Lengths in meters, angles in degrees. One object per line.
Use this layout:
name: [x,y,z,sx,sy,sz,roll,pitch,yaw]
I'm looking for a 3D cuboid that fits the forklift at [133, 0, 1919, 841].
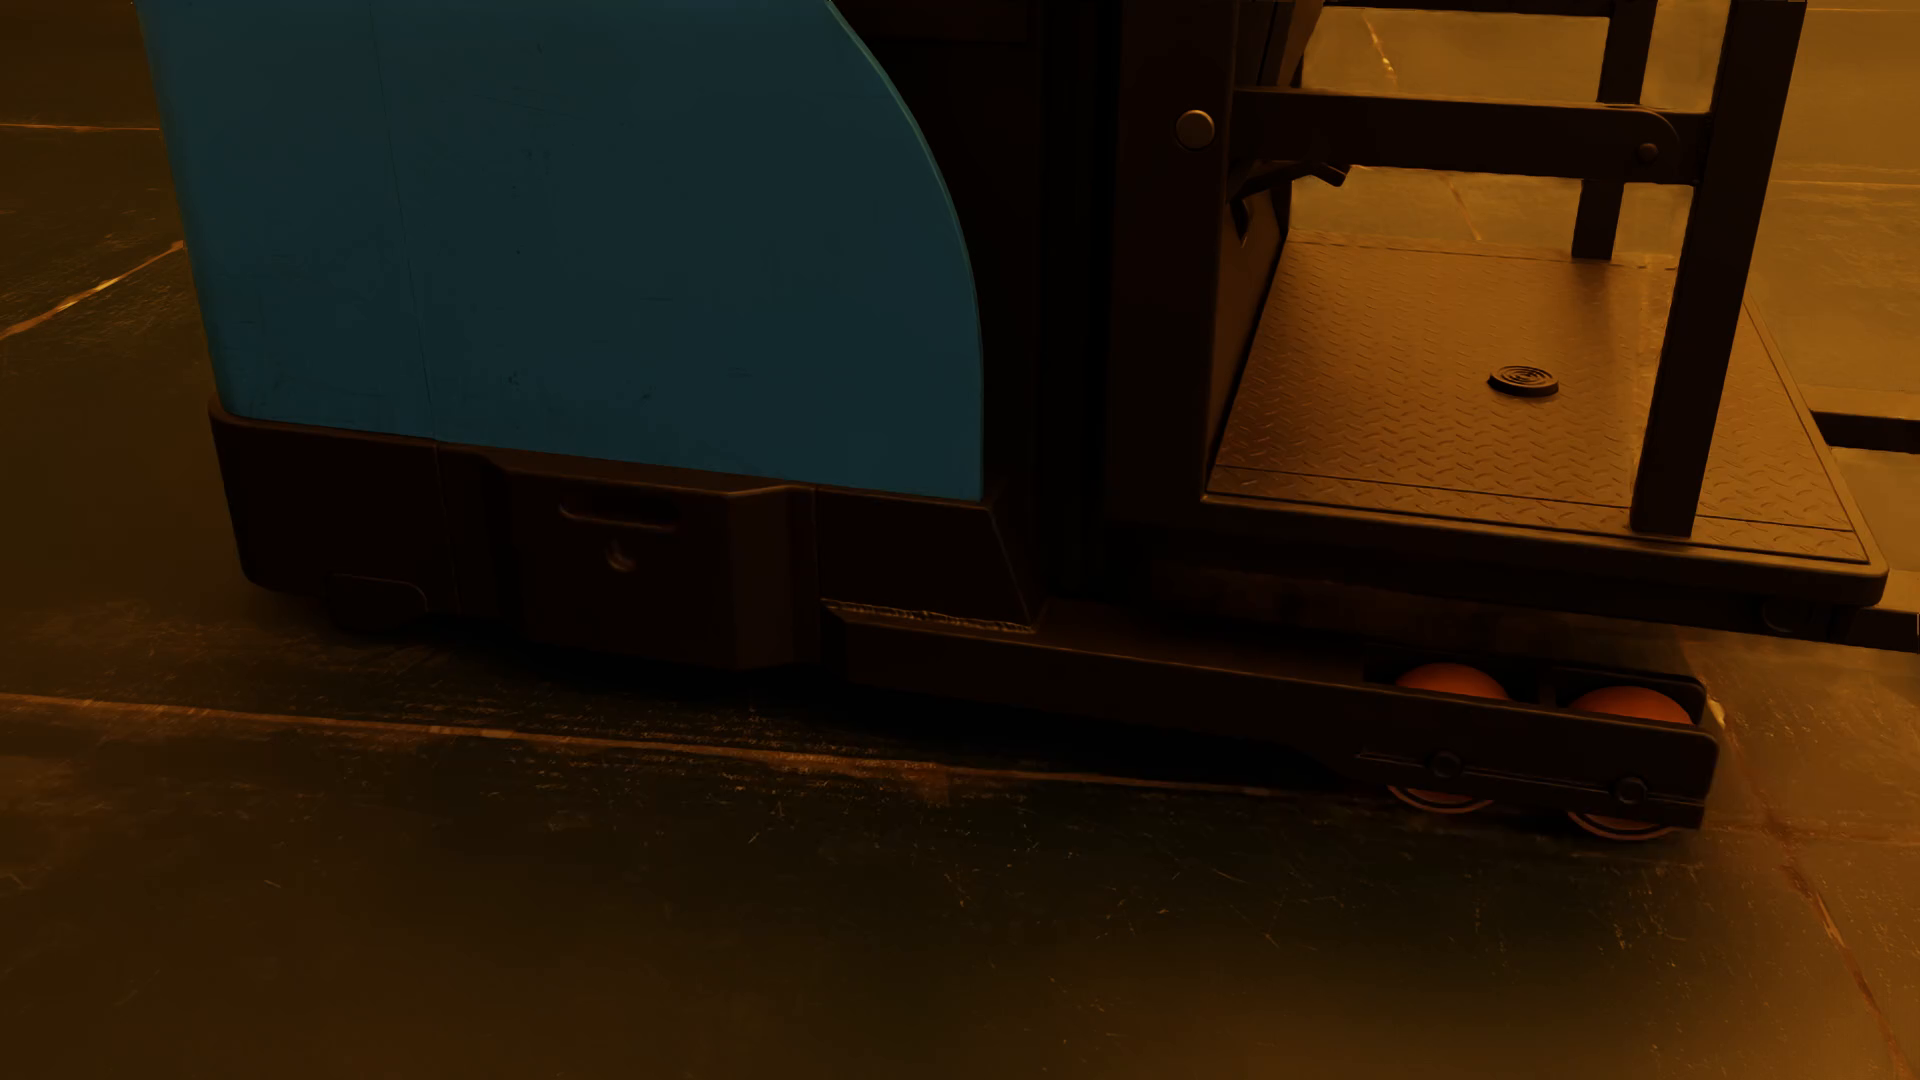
forklift: [0.592,-1.244,1.710,3.031,2.935,1.130,7,27,13]
